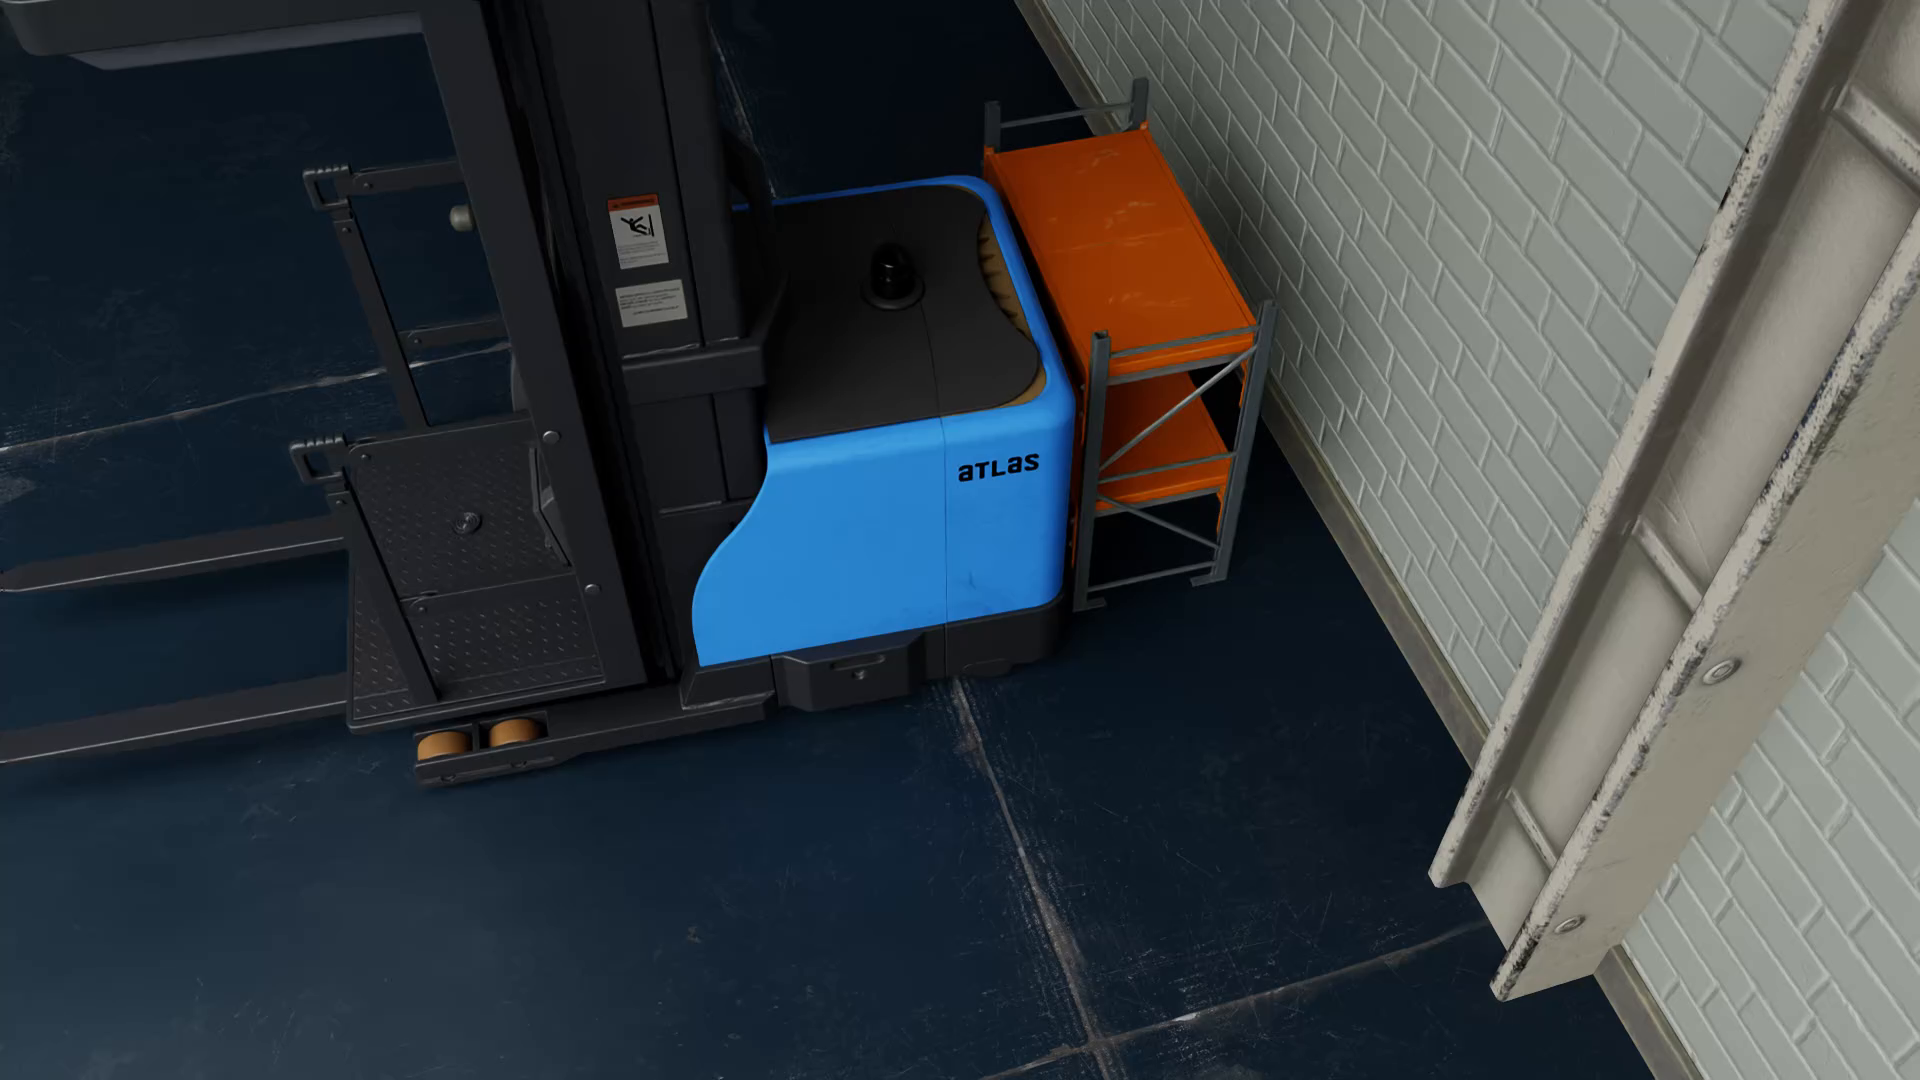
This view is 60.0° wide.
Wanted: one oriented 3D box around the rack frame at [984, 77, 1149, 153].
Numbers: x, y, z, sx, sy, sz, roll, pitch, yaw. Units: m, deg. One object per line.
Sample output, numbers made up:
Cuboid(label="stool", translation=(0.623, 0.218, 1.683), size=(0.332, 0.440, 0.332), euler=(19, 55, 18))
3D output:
Cuboid(label="rack frame", translation=(0.316, -0.953, 5.317), size=(0.500, 1.125, 0.032), euler=(-12, 51, -10))

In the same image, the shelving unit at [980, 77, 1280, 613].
Cuboid(label="shelving unit", translation=(0.448, -0.577, 5.001), size=(0.538, 1.125, 1.048), euler=(-12, 51, -10))

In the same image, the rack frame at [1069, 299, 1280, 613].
Cuboid(label="rack frame", translation=(0.580, -0.202, 4.685), size=(0.500, 1.125, 0.032), euler=(-12, 51, -10))

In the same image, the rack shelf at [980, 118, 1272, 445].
Cuboid(label="rack shelf", translation=(0.448, -0.766, 4.777), size=(0.538, 0.278, 1.000), euler=(-12, 51, -10))

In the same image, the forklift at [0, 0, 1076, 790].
Cuboid(label="forklift", translation=(-1.265, -0.702, 3.925), size=(3.031, 2.935, 1.130), euler=(-10, 51, -8))

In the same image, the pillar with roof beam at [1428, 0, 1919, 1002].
Cuboid(label="pillar with roof beam", translation=(-2.645, -0.924, 0.143), size=(9.100, 9.000, 0.400), euler=(-13, 51, -11))

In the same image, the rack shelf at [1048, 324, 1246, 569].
Cuboid(label="rack shelf", translation=(0.448, -0.420, 5.188), size=(0.538, 0.278, 1.000), euler=(-12, 51, -10))
